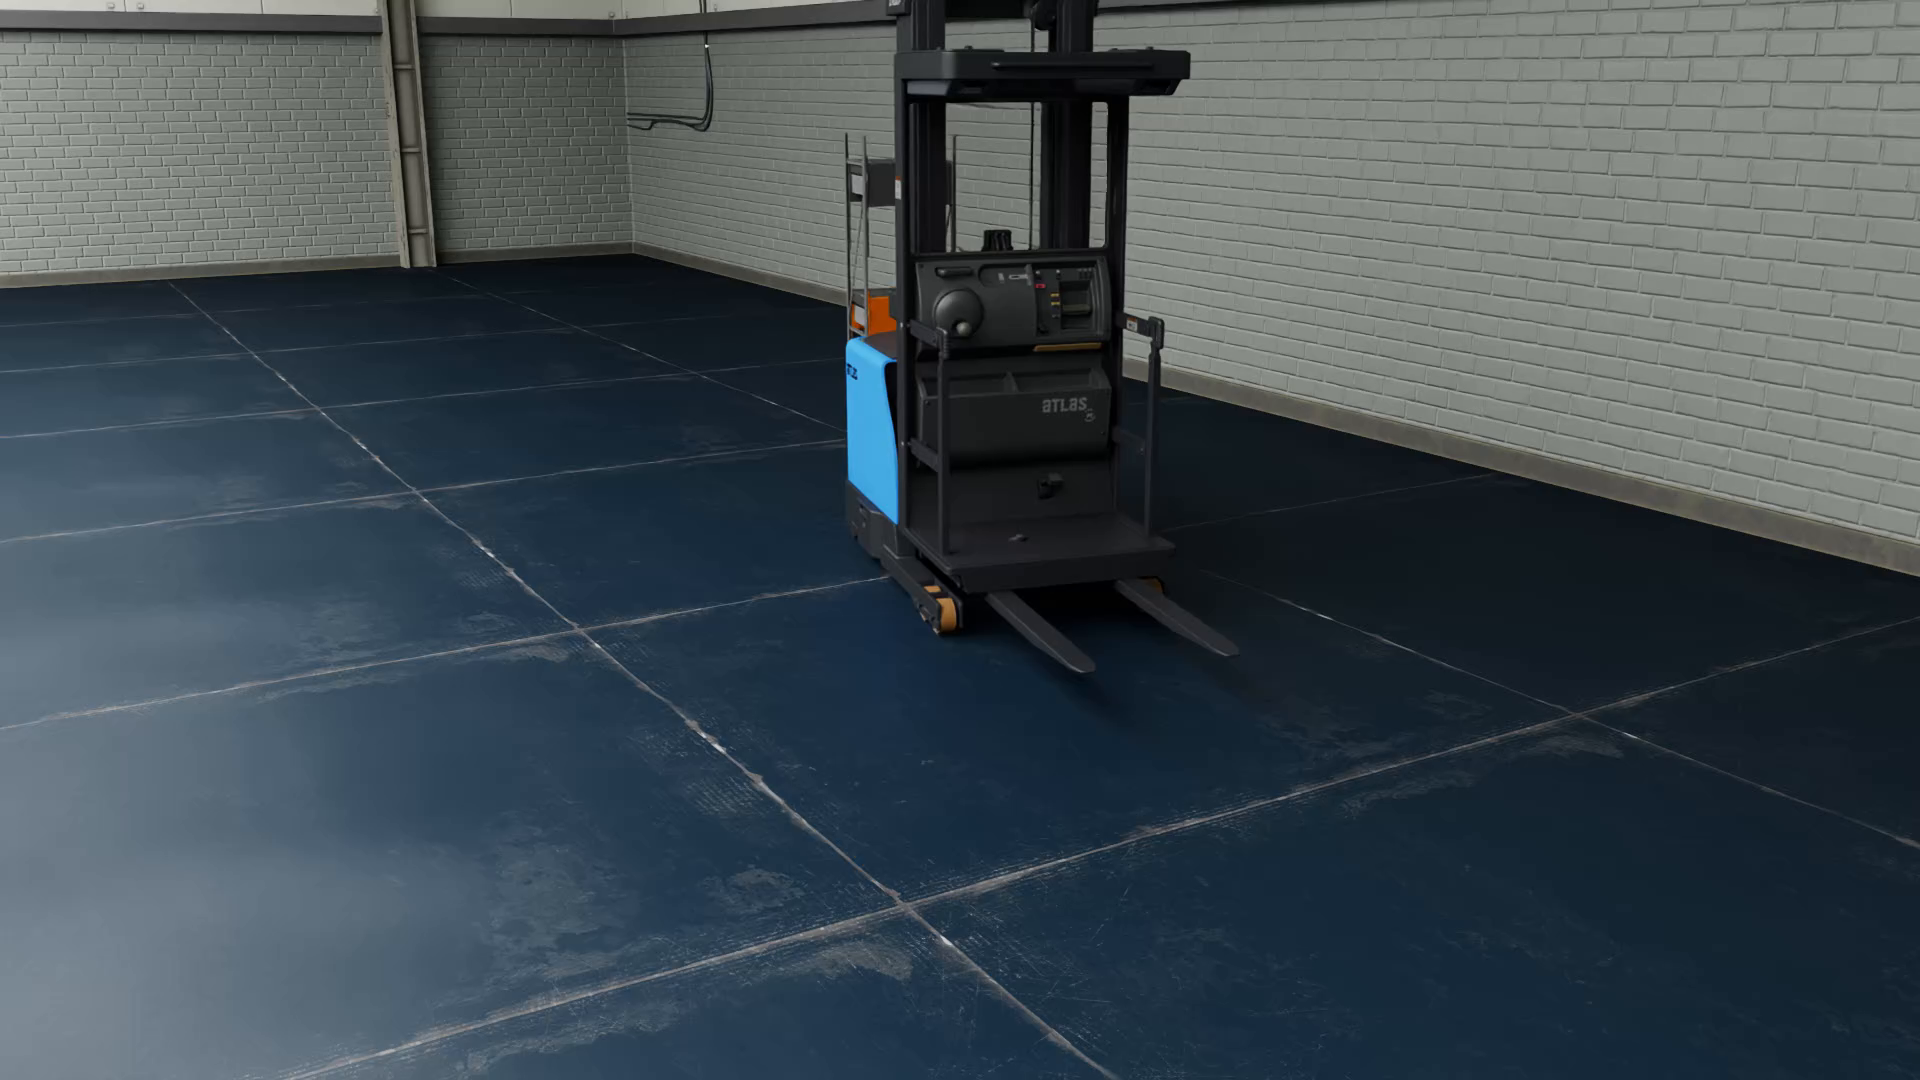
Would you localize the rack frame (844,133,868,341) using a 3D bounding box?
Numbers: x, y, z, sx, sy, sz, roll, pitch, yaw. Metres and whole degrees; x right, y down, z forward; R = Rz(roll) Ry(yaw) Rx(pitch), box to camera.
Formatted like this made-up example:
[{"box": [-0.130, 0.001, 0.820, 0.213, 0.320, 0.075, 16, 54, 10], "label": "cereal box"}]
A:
[{"box": [-0.556, -1.132, 9.057, 0.015, 2.100, 0.400, -5, 16, -18], "label": "rack frame"}]

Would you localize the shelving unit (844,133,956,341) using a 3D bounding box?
[{"box": [-0.325, -1.153, 9.132, 0.503, 2.100, 0.431, -5, 16, -18], "label": "shelving unit"}]

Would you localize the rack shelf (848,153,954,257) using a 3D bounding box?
[{"box": [-0.325, -1.814, 8.947, 0.480, 0.518, 0.431, -5, 16, -18], "label": "rack shelf"}]

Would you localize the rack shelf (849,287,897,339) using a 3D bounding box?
[{"box": [-0.325, -1.140, 9.136, 0.480, 0.518, 0.431, -5, 16, -18], "label": "rack shelf"}]

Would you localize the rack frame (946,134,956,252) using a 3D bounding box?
[{"box": [-0.093, -1.174, 9.207, 0.015, 2.100, 0.400, -5, 16, -18], "label": "rack frame"}]

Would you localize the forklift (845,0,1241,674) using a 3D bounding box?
[{"box": [0.318, -1.111, 7.444, 1.130, 2.935, 3.031, -5, 16, -17], "label": "forklift"}]

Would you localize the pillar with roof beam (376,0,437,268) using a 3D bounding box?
[{"box": [-4.813, -6.894, 16.831, 0.400, 9.000, 9.100, -9, 18, -30], "label": "pillar with roof beam"}]

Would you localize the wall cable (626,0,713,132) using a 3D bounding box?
[{"box": [-3.824, -6.498, 21.173, 0.112, 2.526, 3.097, -9, 18, -30], "label": "wall cable"}]
